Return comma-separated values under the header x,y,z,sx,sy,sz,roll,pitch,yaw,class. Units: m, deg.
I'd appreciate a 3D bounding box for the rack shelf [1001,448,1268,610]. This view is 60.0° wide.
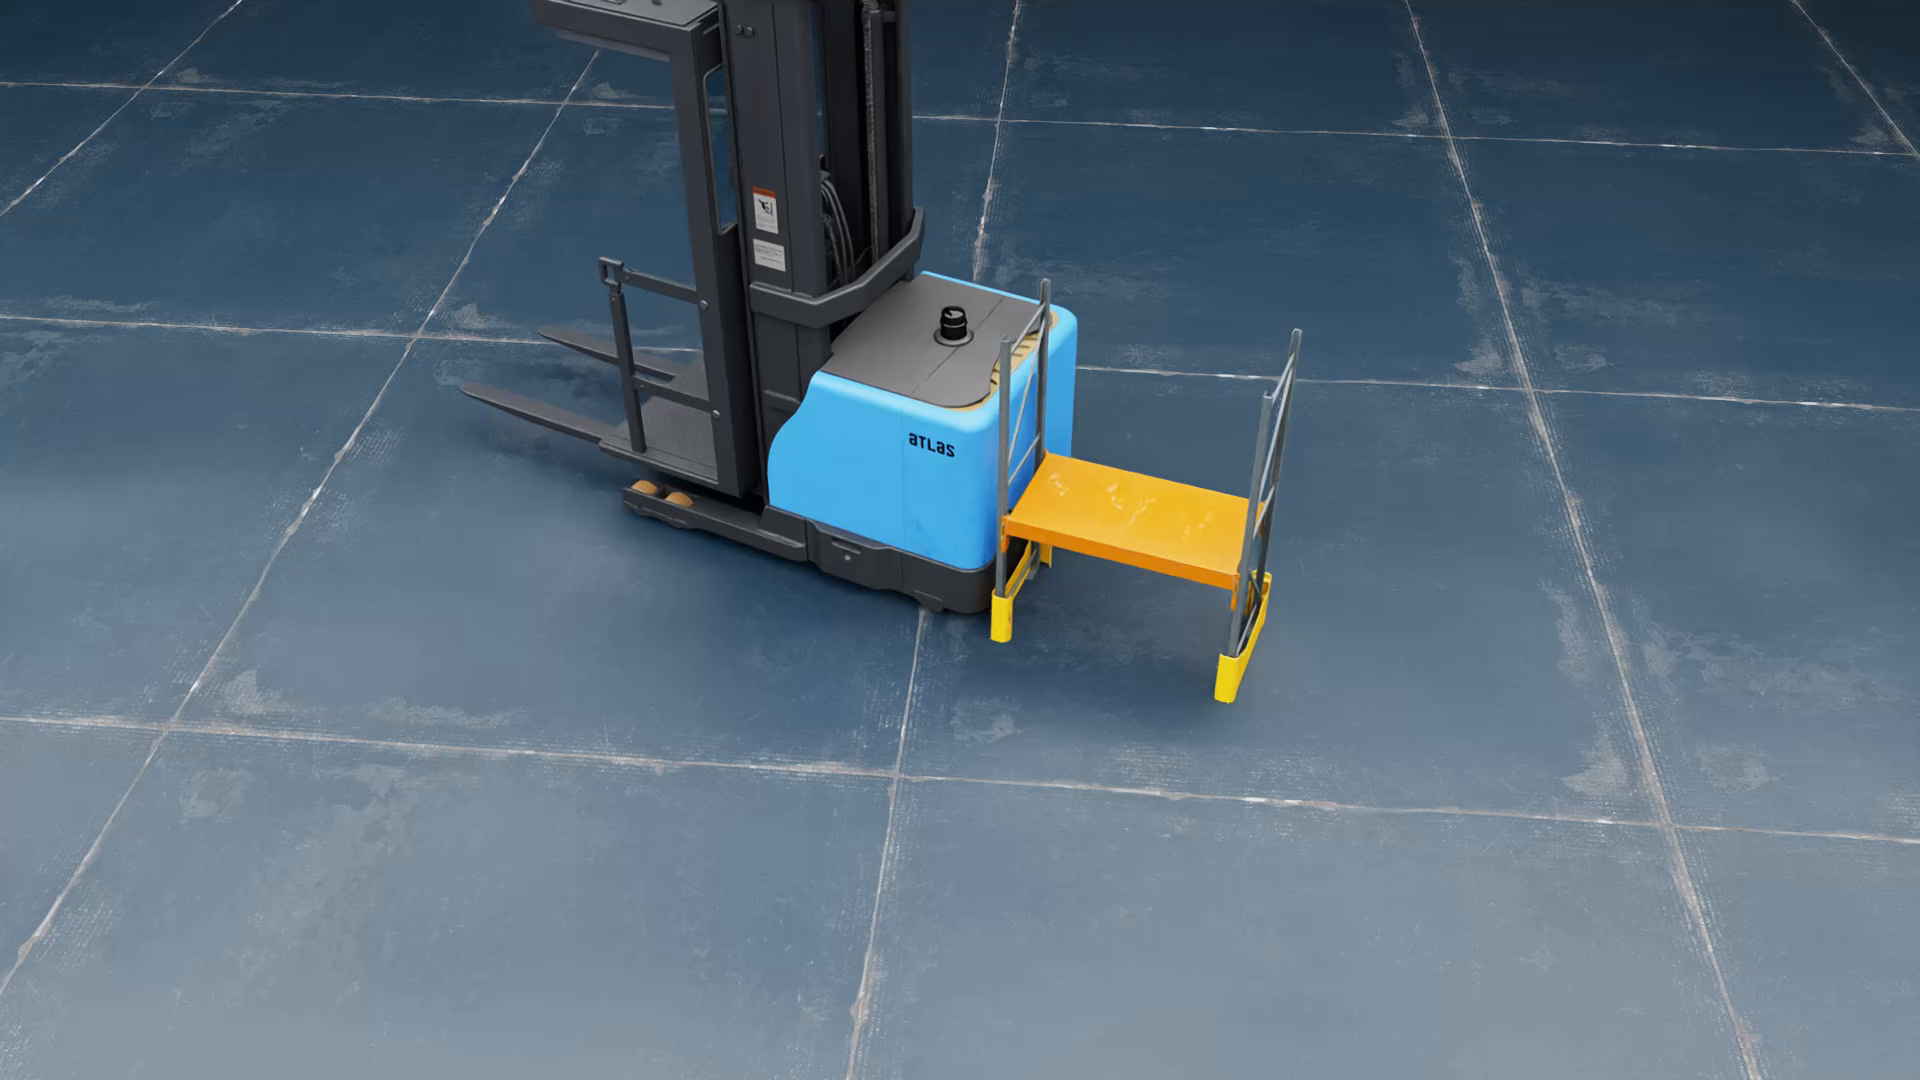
x,y,z,sx,sy,sz,roll,pitch,yaw,class
0.730,-0.058,6.918,1.000,0.185,0.538,14,41,17,rack shelf

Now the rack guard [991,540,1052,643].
x,y,z,sx,sy,sz,roll,pitch,yaw,class
0.276,0.173,7.340,0.087,0.250,0.587,14,41,17,rack guard

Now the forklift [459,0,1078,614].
x,y,z,sx,sy,sz,roll,pitch,yaw,class
-1.018,-1.471,7.235,3.031,2.935,1.130,18,43,21,forklift

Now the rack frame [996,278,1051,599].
x,y,z,sx,sy,sz,roll,pitch,yaw,class
0.258,-0.317,6.951,0.032,1.500,0.500,14,41,17,rack frame

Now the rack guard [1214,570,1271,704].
x,y,z,sx,sy,sz,roll,pitch,yaw,class
1.201,0.406,7.053,0.087,0.250,0.587,14,41,17,rack guard

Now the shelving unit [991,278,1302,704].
x,y,z,sx,sy,sz,roll,pitch,yaw,class
0.739,-0.195,6.802,1.083,1.500,0.587,14,41,17,shelving unit

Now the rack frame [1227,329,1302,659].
x,y,z,sx,sy,sz,roll,pitch,yaw,class
1.202,-0.078,6.658,0.032,1.500,0.500,14,41,17,rack frame
